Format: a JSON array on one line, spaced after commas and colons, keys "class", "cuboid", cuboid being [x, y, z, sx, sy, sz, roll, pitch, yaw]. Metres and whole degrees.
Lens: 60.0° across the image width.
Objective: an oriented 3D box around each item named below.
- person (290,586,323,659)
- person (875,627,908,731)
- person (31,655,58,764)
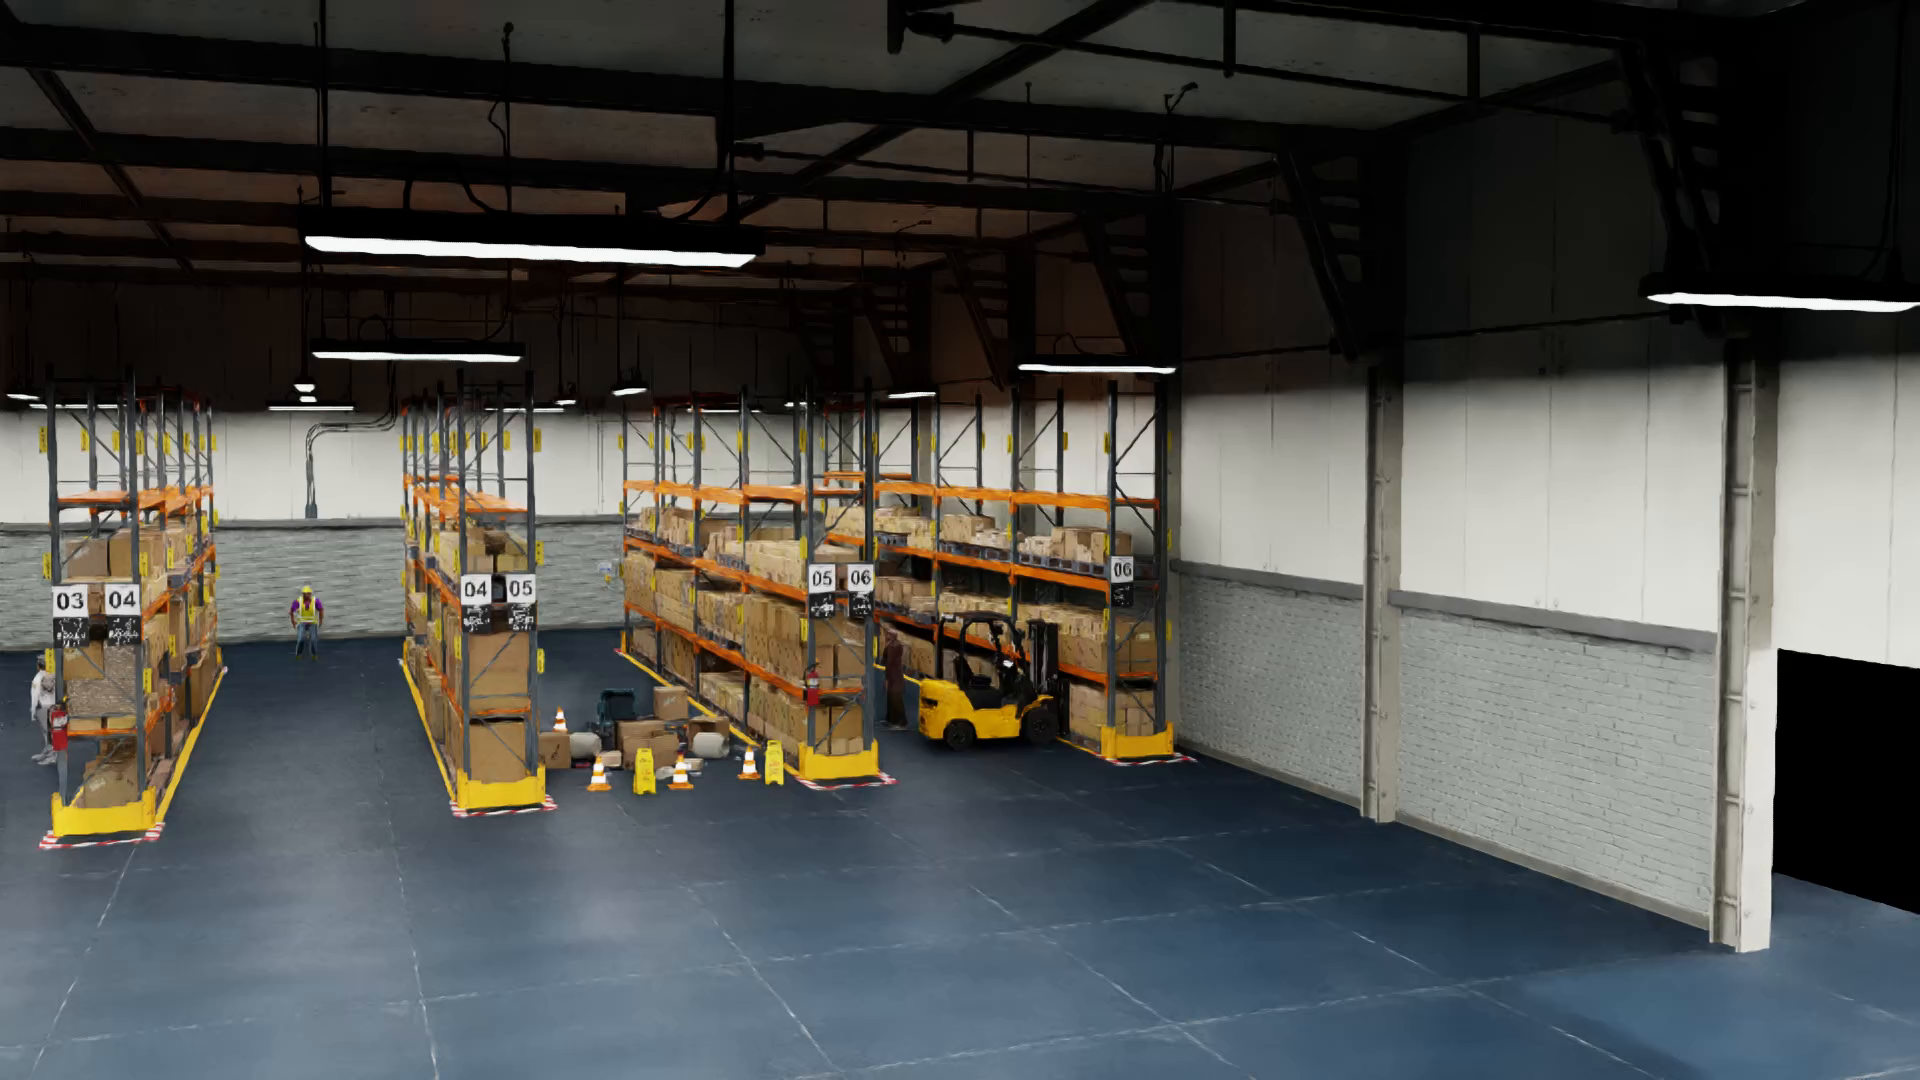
[{"class": "person", "cuboid": [-15.089, 1.909, 38.412, 0.719, 1.714, 0.578, -1, 4, -23]}, {"class": "person", "cuboid": [-1.204, 2.403, 28.956, 0.631, 1.775, 0.677, 1, 3, 9]}, {"class": "person", "cuboid": [-14.320, 2.635, 26.008, 0.550, 1.663, 0.586, 0, 3, 4]}]
